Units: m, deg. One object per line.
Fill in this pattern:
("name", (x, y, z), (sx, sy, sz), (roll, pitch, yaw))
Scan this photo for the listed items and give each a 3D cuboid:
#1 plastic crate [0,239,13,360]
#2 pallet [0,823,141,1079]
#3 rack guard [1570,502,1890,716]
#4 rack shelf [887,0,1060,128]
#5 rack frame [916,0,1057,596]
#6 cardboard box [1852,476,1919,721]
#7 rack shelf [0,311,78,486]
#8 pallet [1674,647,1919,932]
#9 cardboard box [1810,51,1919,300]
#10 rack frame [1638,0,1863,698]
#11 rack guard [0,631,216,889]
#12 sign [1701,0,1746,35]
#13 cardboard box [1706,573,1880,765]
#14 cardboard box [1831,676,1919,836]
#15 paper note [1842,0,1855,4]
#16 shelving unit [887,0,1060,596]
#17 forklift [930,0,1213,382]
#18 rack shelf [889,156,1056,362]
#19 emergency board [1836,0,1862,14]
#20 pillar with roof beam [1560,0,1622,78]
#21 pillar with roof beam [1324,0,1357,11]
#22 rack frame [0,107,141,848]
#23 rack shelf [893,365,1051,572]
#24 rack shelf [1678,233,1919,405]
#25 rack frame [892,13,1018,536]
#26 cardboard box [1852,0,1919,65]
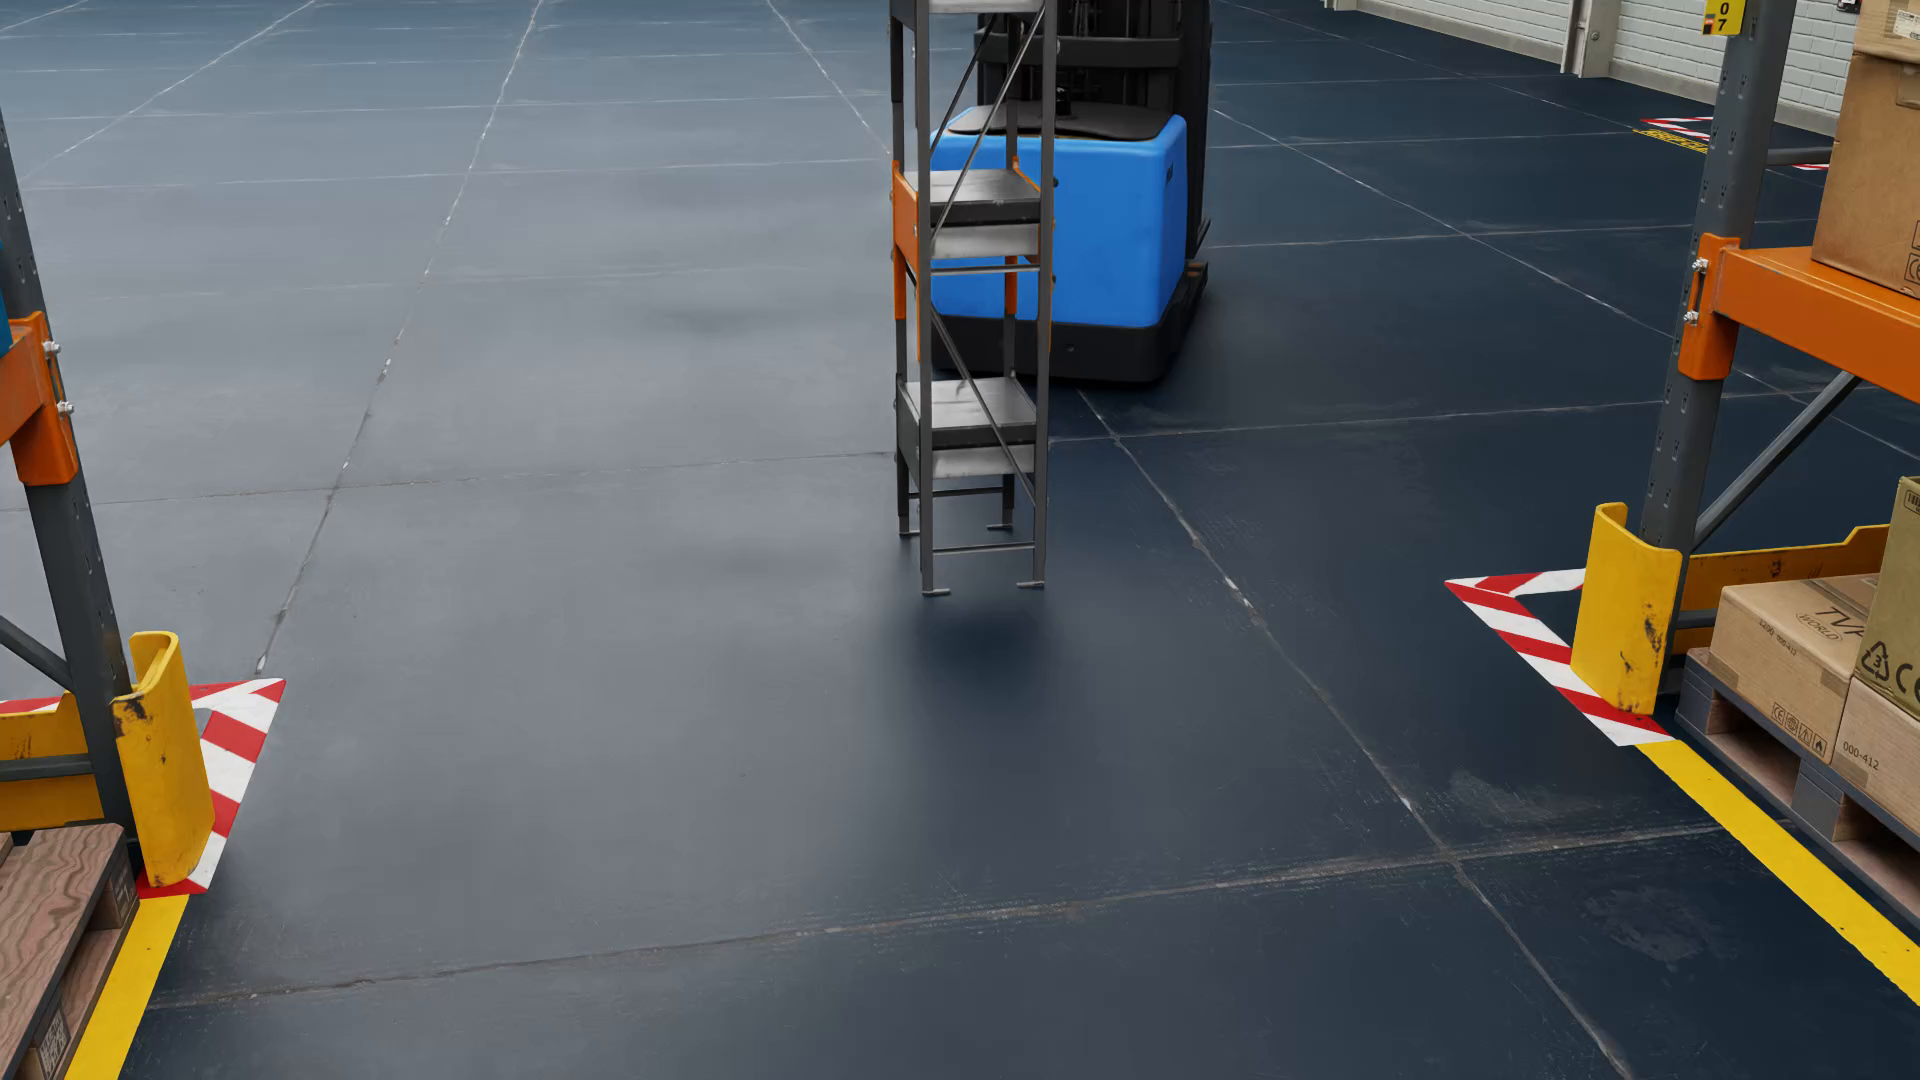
("plastic crate", (-2.088, -0.375, 3.046), (0.499, 0.251, 0.616), (-4, 24, -10))
("pallet", (-2.270, 1.007, 3.182), (1.003, 0.211, 1.213), (-4, 24, -10))
("rack guard", (2.389, 0.153, 4.775), (1.175, 0.500, 0.348), (-4, 24, -10))
("rack shelf", (0.031, -1.526, 4.906), (0.431, 0.518, 0.480), (-4, 24, -10))
("rack frame", (0.076, -0.801, 4.961), (0.400, 2.100, 0.015), (-4, 24, -10))
("cardboard box", (2.369, 0.165, 3.598), (0.500, 0.500, 0.500), (-4, 24, -10))
("rack shelf", (-2.105, 0.499, 1.759), (1.077, 0.370, 4.000), (-4, 24, -10))
("pallet", (2.576, 0.593, 4.129), (1.003, 0.211, 1.213), (-4, 24, -10))
("cardboard box", (2.468, -0.844, 3.810), (0.700, 0.500, 0.500), (-4, 24, -10))
("rack frame", (2.394, -0.983, 4.253), (1.000, 3.000, 0.127), (-4, 24, -10))
("rack guard", (-2.415, 0.554, 3.856), (1.175, 0.500, 0.348), (-4, 24, -10))
("sign", (1.847, -1.377, 3.975), (0.100, 0.325, 0.005), (-4, 24, -10))
("cardboard box", (2.274, 0.312, 4.198), (0.500, 0.250, 0.500), (-4, 24, -10))
("cardboard box", (2.370, 0.509, 3.749), (0.500, 0.250, 0.500), (-4, 24, -10))
("paper note", (6.747, -4.146, 12.595), (0.016, 0.148, 0.142), (-4, 24, -10))
("shelving unit", (0.031, -0.897, 5.181), (0.431, 2.100, 0.503), (-4, 24, -10))
("forklift", (0.680, -2.580, 7.995), (1.130, 2.935, 3.031), (5, 24, 12))
("rack shelf", (0.031, -0.885, 5.186), (0.431, 0.518, 0.480), (-4, 24, -10))
("emergency board", (6.712, -4.474, 12.247), (0.194, 1.169, 0.643), (-4, 24, -10))
("pillar with roof beam", (1.791, -8.290, 13.489), (9.100, 9.000, 0.400), (-4, 24, -10))
("pillar with roof beam", (0.682, -10.650, 18.892), (9.100, 9.000, 0.400), (-4, 24, -10))
("rack frame", (-2.475, -0.618, 3.417), (1.000, 3.000, 0.127), (-4, 24, -10))
("rack shelf", (0.031, -0.243, 5.466), (0.431, 0.518, 0.480), (-4, 24, -10))
("rack shelf", (2.764, 0.134, 2.595), (1.077, 0.370, 4.000), (-4, 24, -10))
("rack frame", (-0.015, -0.993, 5.400), (0.400, 2.100, 0.015), (-4, 24, -10))
("cardboard box", (2.255, -1.156, 3.713), (0.380, 0.149, 0.250), (-4, 24, -10))
